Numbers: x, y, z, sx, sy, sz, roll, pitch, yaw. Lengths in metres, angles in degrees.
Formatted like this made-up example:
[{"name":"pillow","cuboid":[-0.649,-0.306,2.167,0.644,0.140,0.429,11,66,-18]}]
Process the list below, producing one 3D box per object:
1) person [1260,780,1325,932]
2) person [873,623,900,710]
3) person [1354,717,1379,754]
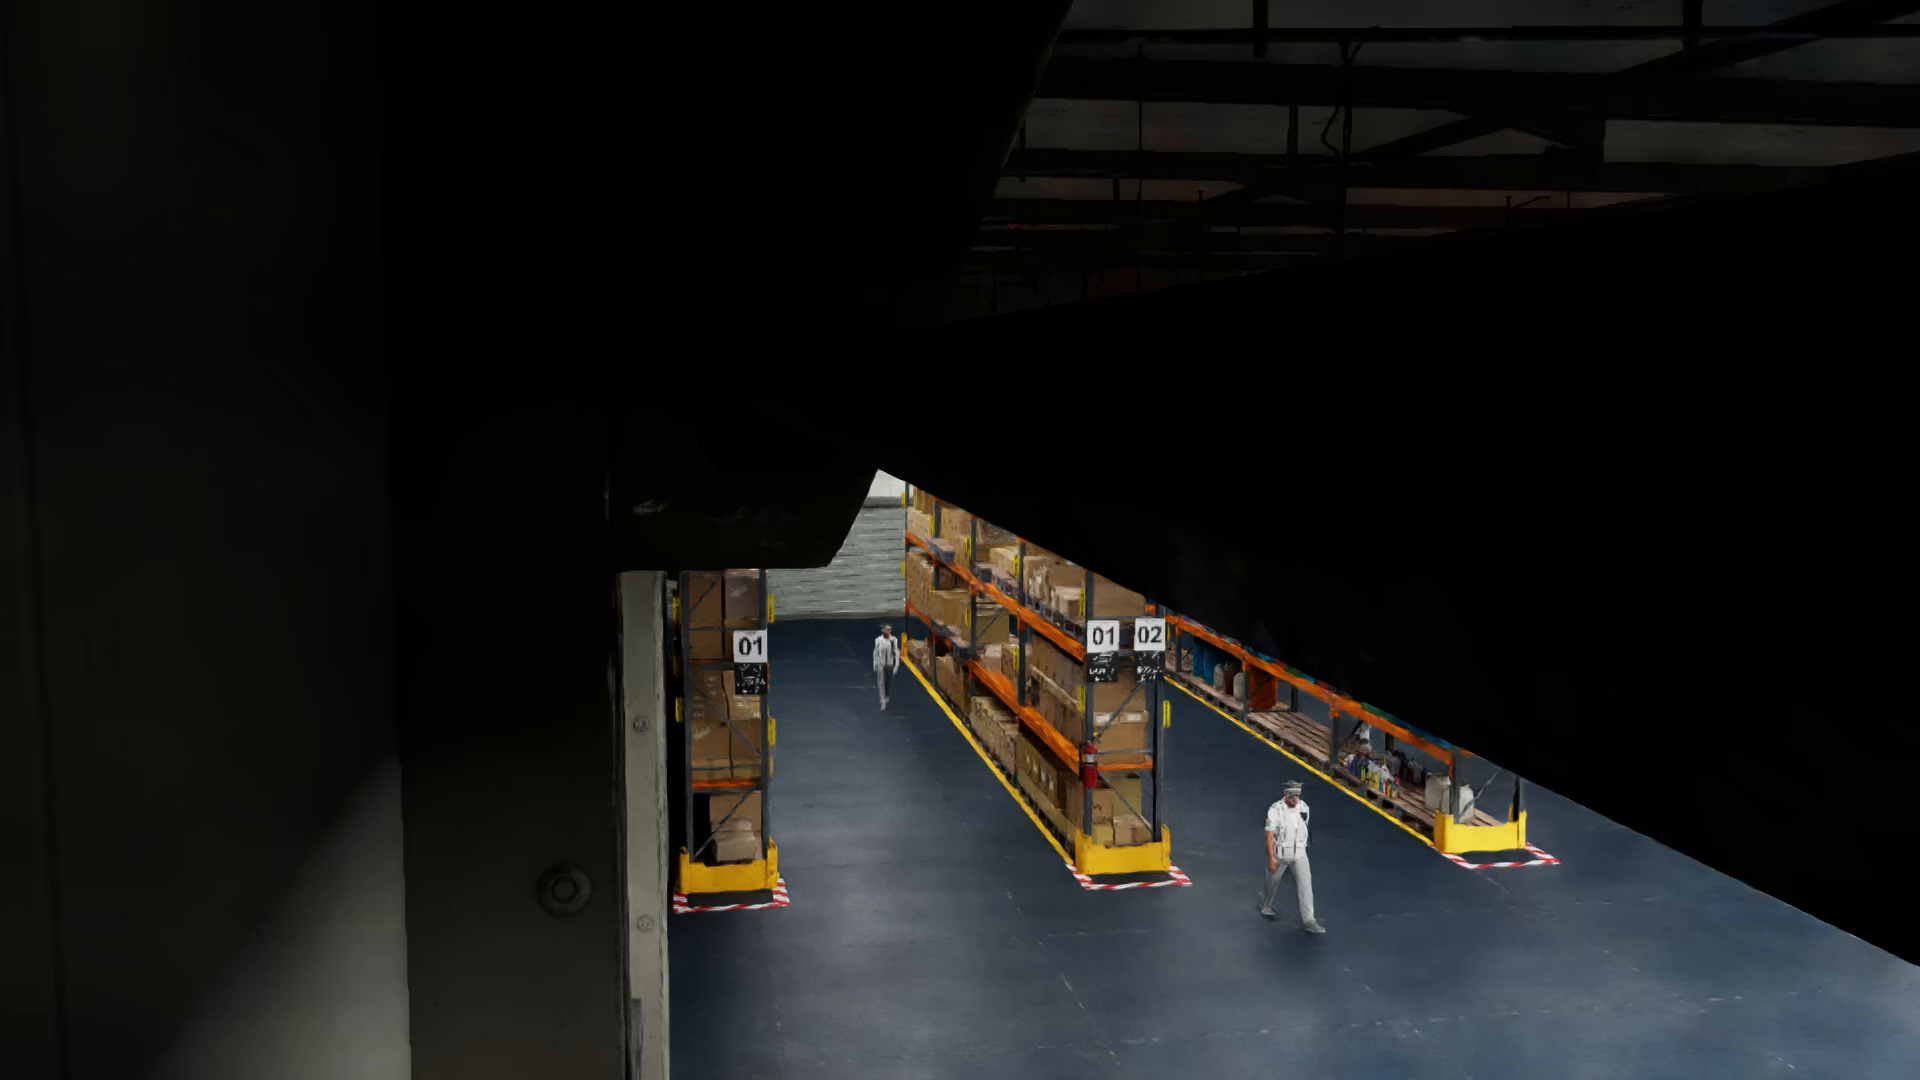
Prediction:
[{"name":"person","cuboid":[3.718,3.525,18.818,0.547,1.672,1.115,-1,6,-11]},{"name":"person","cuboid":[-1.373,2.313,30.978,0.469,1.584,1.089,-1,6,-12]},{"name":"person","cuboid":[6.693,2.588,27.327,0.468,1.794,0.625,-3,7,-27]}]
